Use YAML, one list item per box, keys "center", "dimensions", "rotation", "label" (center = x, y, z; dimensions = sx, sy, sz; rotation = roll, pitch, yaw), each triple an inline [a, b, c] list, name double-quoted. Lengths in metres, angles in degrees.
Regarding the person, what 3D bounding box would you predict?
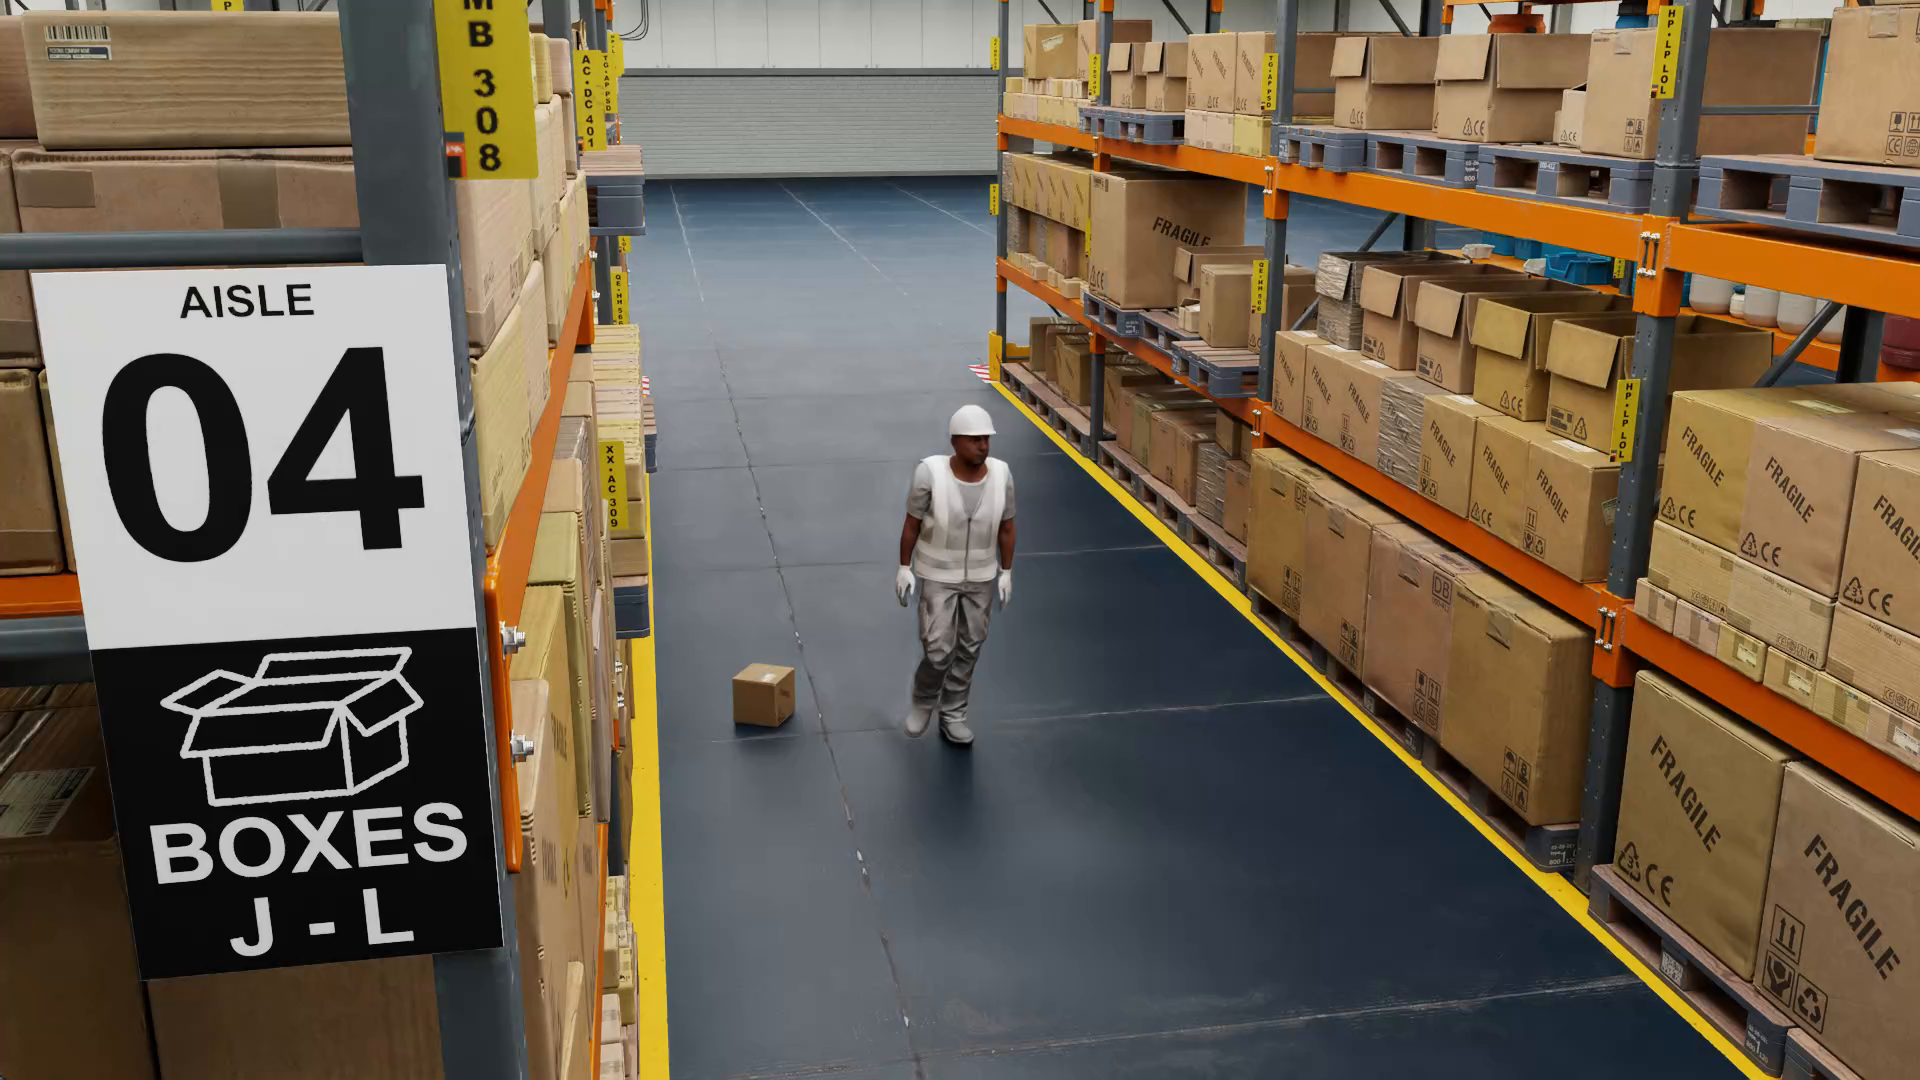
- center: [-0.007, 0.186, 8.299]
  dimensions: [0.597, 1.768, 0.469]
  rotation: [-6, 17, -19]
  label: "person"
